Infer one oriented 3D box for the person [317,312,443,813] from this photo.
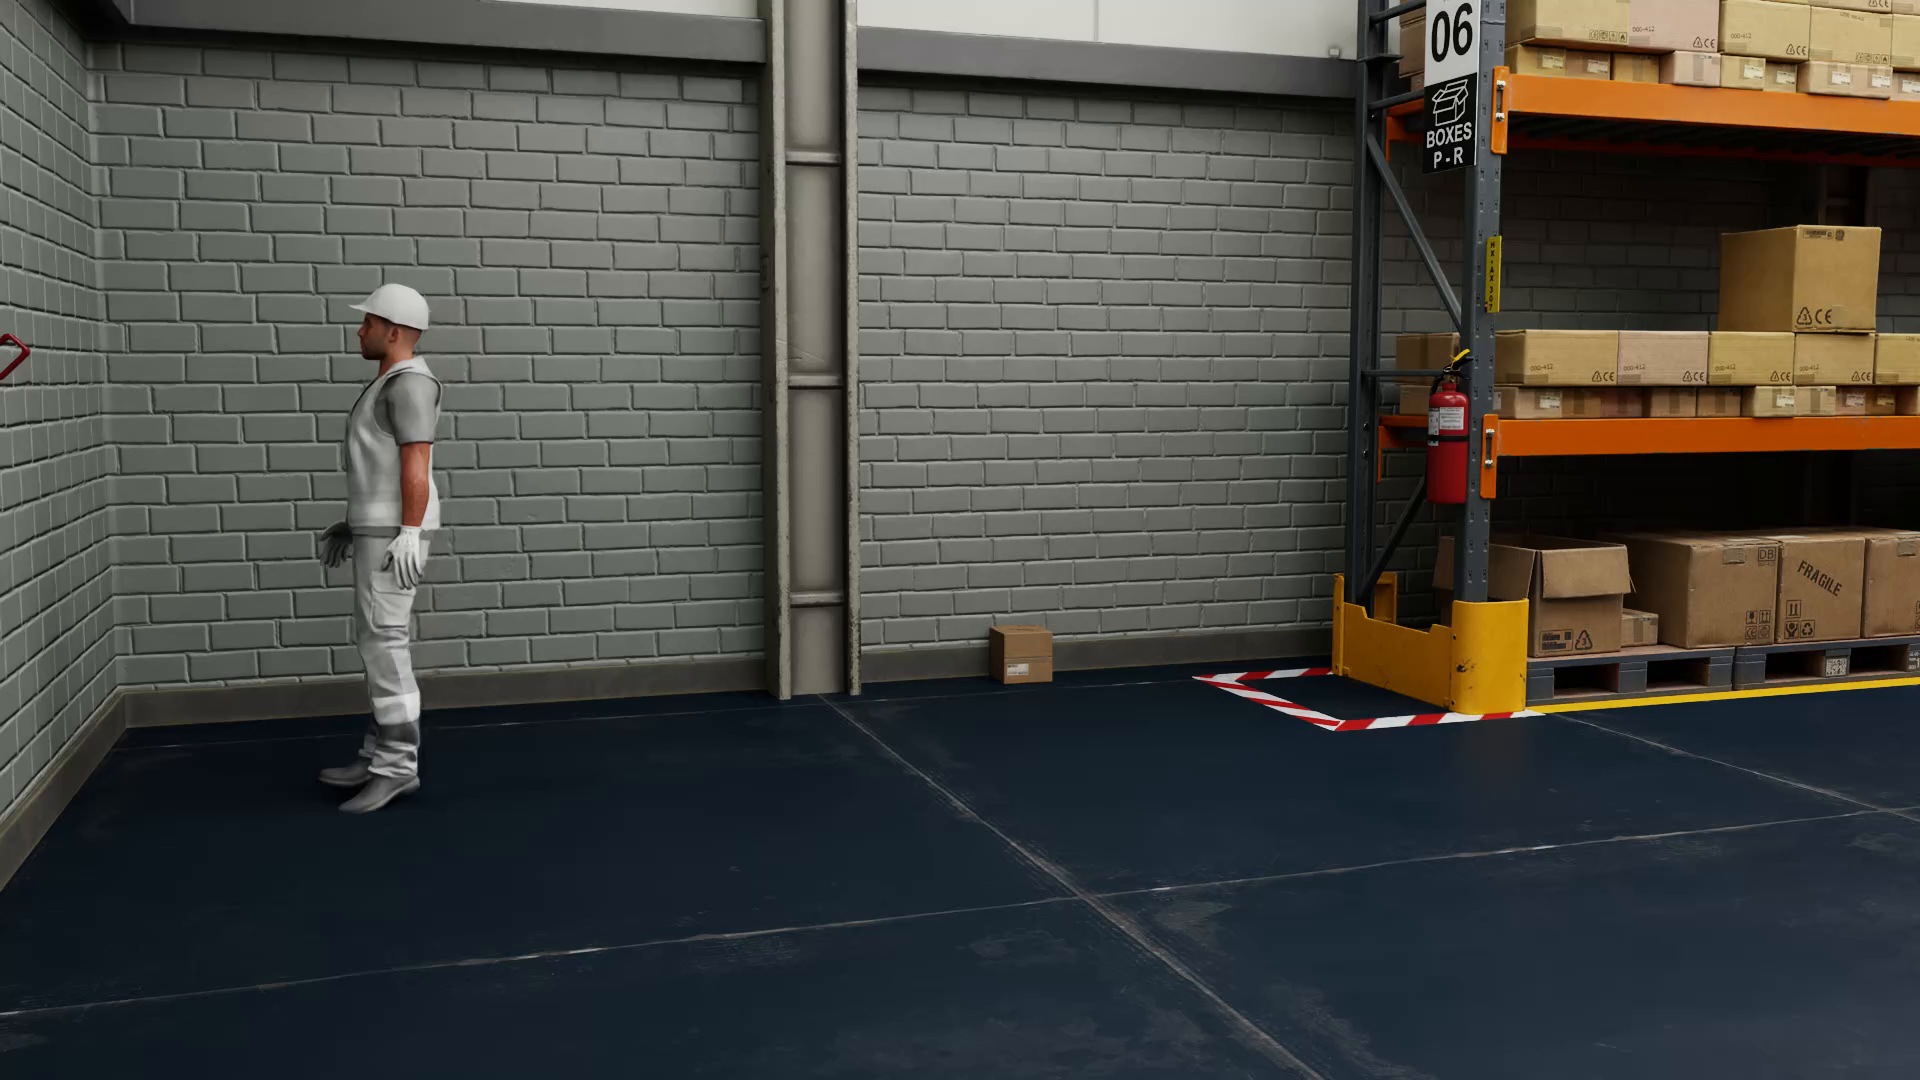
[{"bbox_3d":[-2.071,0.041,5.910,0.446,1.796,0.591,-3,6,-25],"label":"person"}]
